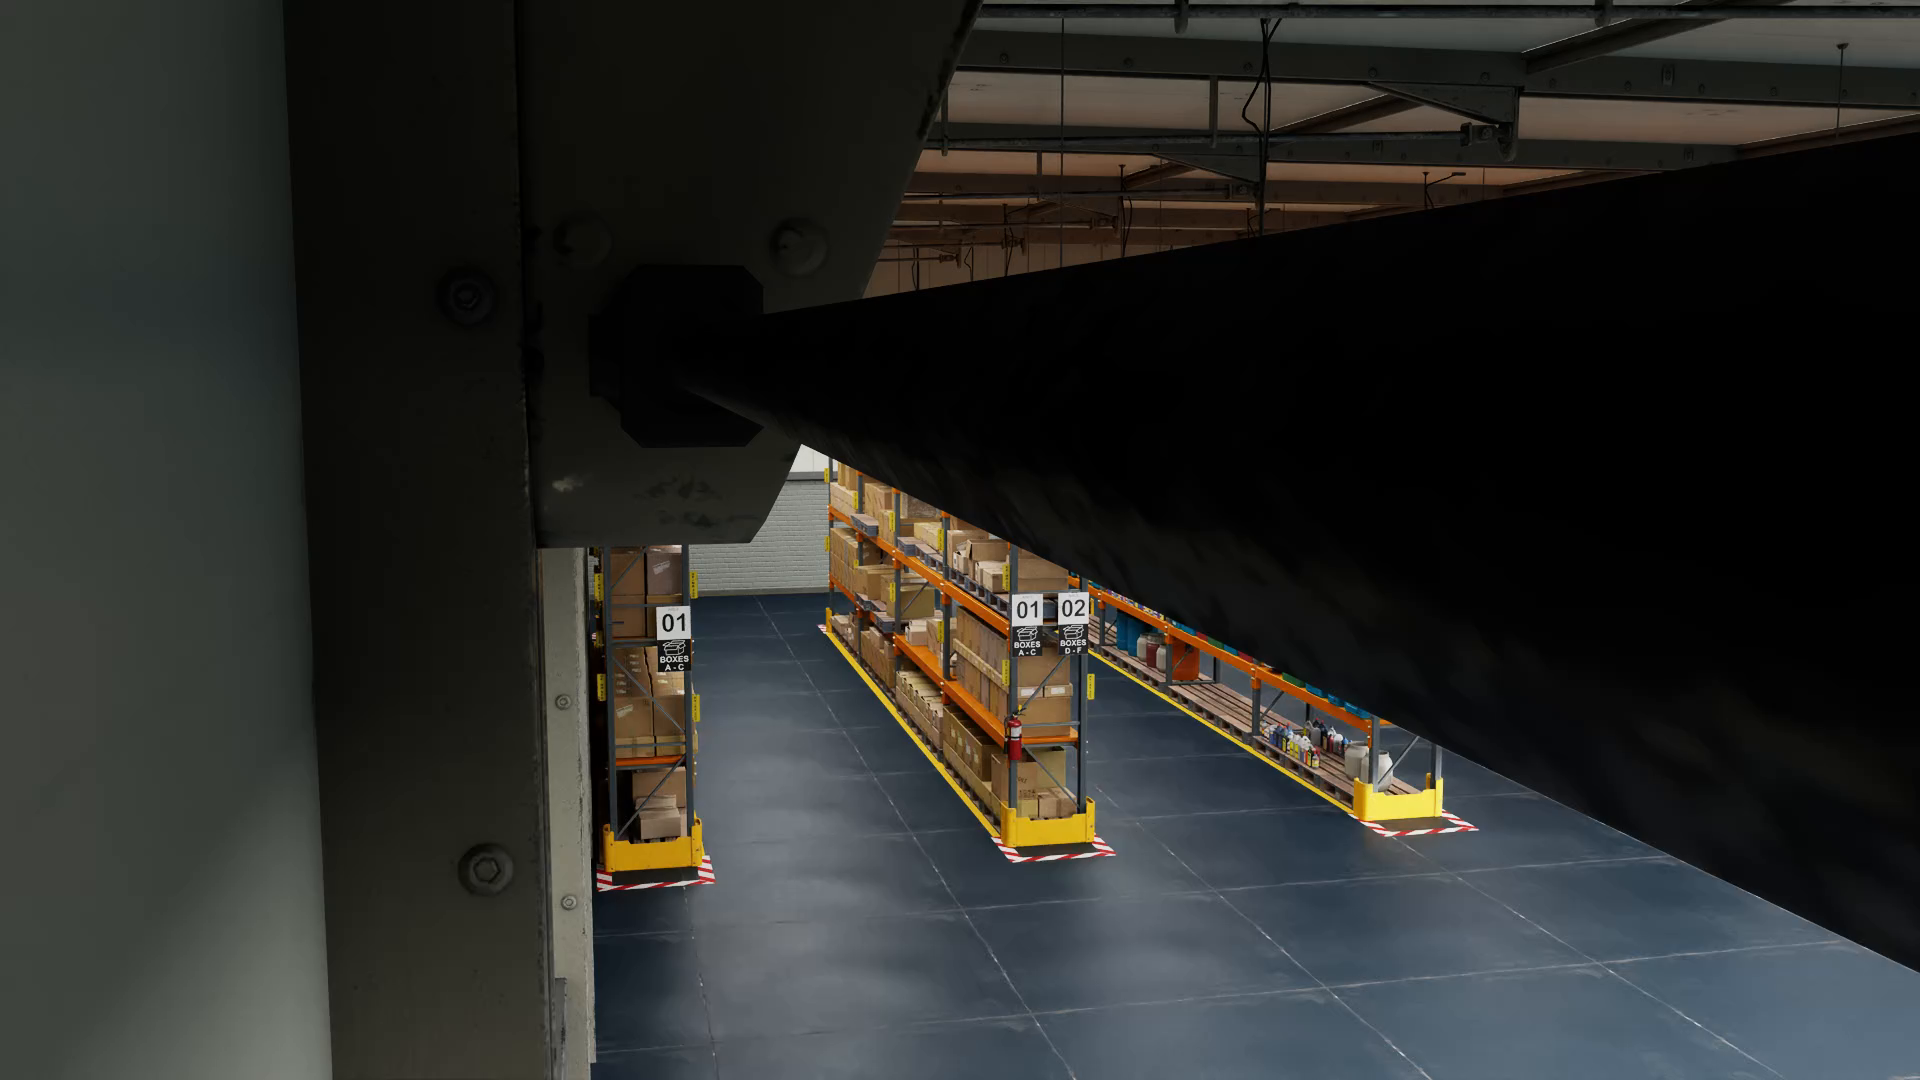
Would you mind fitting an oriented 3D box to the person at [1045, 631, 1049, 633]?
[{"bbox_3d":[1.446,1.770,31.106,0.657,1.755,0.760,-2,7,-19],"label":"person"}]
